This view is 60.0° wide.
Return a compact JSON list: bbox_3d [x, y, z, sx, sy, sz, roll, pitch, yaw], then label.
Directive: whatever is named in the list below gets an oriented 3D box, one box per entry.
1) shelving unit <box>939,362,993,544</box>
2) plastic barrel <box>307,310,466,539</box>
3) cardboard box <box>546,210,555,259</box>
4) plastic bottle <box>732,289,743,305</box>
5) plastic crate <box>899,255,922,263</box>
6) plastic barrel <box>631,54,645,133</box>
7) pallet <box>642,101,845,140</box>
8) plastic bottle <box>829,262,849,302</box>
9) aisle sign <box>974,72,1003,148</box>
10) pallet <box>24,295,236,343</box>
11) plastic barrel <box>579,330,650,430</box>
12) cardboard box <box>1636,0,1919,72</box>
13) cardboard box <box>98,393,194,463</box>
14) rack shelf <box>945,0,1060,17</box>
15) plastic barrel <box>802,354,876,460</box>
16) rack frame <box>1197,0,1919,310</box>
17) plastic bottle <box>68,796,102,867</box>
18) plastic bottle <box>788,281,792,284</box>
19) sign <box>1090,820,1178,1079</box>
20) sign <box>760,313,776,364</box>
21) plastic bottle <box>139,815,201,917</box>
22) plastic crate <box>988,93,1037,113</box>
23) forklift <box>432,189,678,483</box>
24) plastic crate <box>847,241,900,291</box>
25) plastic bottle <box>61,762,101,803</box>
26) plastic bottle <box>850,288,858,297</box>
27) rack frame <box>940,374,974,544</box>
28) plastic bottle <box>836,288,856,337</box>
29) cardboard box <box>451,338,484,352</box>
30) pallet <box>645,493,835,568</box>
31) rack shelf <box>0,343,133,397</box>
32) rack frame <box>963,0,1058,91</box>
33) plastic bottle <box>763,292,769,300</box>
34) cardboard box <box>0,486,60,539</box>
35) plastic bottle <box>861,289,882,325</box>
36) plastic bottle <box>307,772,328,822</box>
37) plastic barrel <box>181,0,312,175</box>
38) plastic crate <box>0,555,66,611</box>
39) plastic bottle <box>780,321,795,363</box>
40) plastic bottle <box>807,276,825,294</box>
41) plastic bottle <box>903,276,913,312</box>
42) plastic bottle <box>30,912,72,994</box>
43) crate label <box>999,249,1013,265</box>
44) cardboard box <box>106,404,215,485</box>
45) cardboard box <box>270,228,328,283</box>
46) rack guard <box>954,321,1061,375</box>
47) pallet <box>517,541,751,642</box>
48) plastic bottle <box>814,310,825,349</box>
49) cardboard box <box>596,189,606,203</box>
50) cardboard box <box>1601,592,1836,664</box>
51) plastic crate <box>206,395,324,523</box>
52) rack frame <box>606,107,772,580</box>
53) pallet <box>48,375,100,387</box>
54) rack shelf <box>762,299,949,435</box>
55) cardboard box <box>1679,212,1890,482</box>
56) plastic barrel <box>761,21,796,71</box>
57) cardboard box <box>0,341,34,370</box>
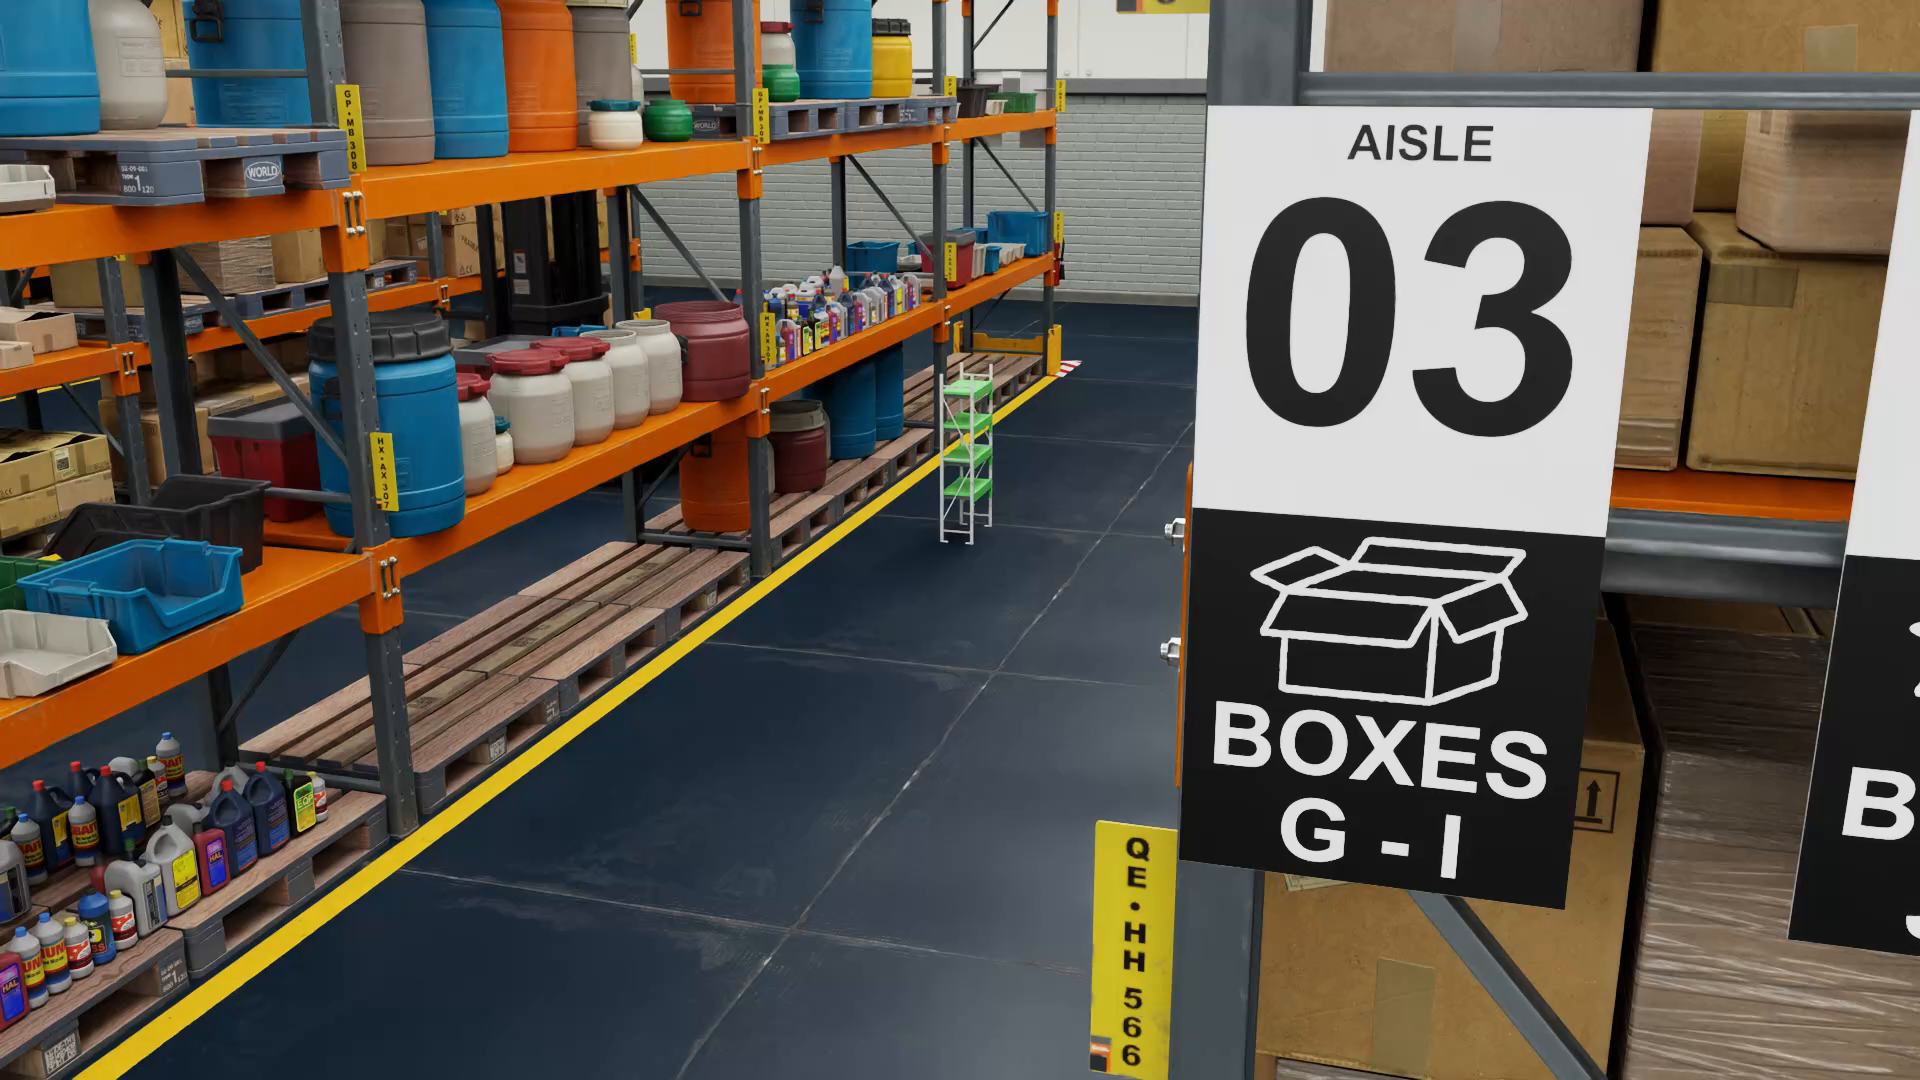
[{"bbox_3d":[0.047,-0.621,11.818,0.258,1.200,0.503,5,16,16],"label":"shelving unit"},{"bbox_3d":[-2.482,-0.510,7.213,0.600,0.901,0.708,5,16,16],"label":"plastic barrel"},{"bbox_3d":[-4.520,-3.228,17.530,0.500,0.500,0.500,4,16,15],"label":"cardboard box"},{"bbox_3d":[-1.629,-1.691,12.384,0.144,0.351,0.185,5,16,16],"label":"plastic bottle"},{"bbox_3d":[-0.402,-2.666,16.103,0.293,0.136,0.466,5,16,16],"label":"plastic crate"},{"bbox_3d":[-2.127,-2.678,10.070,0.421,0.512,0.421,0,16,0],"label":"plastic barrel"},{"bbox_3d":[-1.434,-2.783,10.993,1.003,0.211,1.213,5,16,16],"label":"pallet"},{"bbox_3d":[-1.031,-2.183,14.121,0.144,0.351,0.185,5,16,16],"label":"plastic bottle"},{"bbox_3d":[0.264,-4.624,17.870,0.394,0.787,0.004,5,16,16],"label":"aisle sign"},{"bbox_3d":[-6.368,-1.714,12.726,1.213,0.211,1.003,5,16,16],"label":"pallet"},{"bbox_3d":[-1.952,-0.896,9.287,0.421,0.512,0.421,0,16,0],"label":"plastic barrel"},{"bbox_3d":[1.411,-1.003,2.728,0.500,0.500,0.500,5,16,16],"label":"cardboard box"},{"bbox_3d":[-6.452,-0.895,13.263,0.500,0.500,0.500,5,17,18],"label":"cardboard box"},{"bbox_3d":[-0.040,-5.156,15.566,1.077,0.370,4.000,5,16,16],"label":"rack shelf"},{"bbox_3d":[-0.981,-1.151,13.466,0.600,0.901,0.708,5,16,16],"label":"plastic barrel"},{"bbox_3d":[0.730,-1.647,1.146,1.000,3.000,0.127,5,16,16],"label":"rack frame"},{"bbox_3d":[-3.434,1.136,6.523,0.097,0.271,0.097,0,16,0],"label":"plastic bottle"},{"bbox_3d":[-1.374,-1.933,13.362,0.061,0.283,0.133,5,16,16],"label":"plastic bottle"},{"bbox_3d":[0.204,0.482,1.934,0.100,0.325,0.005,5,16,16],"label":"sign"},{"bbox_3d":[-1.216,-1.276,10.532,0.100,0.325,0.005,5,16,16],"label":"sign"},{"bbox_3d":[-2.935,1.197,6.162,0.144,0.351,0.185,5,16,16],"label":"plastic bottle"},{"bbox_3d":[0.522,-4.392,16.709,0.450,0.188,0.336,5,16,16],"label":"plastic crate"},{"bbox_3d":[-3.815,-2.097,13.851,3.031,2.935,1.130,6,17,20],"label":"forklift"},{"bbox_3d":[-0.803,-2.454,14.905,0.392,0.384,0.575,5,16,16],"label":"plastic crate"},{"bbox_3d":[-3.509,1.050,6.679,0.144,0.351,0.185,5,17,17],"label":"plastic bottle"},{"bbox_3d":[-0.821,-1.837,13.044,0.097,0.271,0.097,0,16,0],"label":"plastic bottle"},{"bbox_3d":[-0.022,-0.557,11.593,0.240,1.200,0.015,5,16,16],"label":"rack frame"},{"bbox_3d":[-0.869,-1.707,12.441,0.144,0.351,0.185,5,16,16],"label":"plastic bottle"},{"bbox_3d":[-5.253,-1.955,17.347,0.500,0.311,0.500,5,16,16],"label":"cardboard box"},{"bbox_3d":[-1.561,-0.106,11.817,1.003,0.211,1.213,5,16,16],"label":"pallet"},{"bbox_3d":[-7.061,-0.754,10.309,1.077,0.370,4.000,5,16,16],"label":"rack shelf"},{"bbox_3d":[0.528,-6.217,17.258,1.000,3.000,0.127,5,16,16],"label":"rack frame"},{"bbox_3d":[-1.521,-1.775,12.825,0.097,0.271,0.097,0,16,0],"label":"plastic bottle"},{"bbox_3d":[-6.552,-0.211,11.345,0.500,0.250,0.500,4,16,15],"label":"cardboard box"},{"bbox_3d":[-0.696,-1.834,13.026,0.152,0.276,0.135,5,16,16],"label":"plastic bottle"},{"bbox_3d":[-2.686,1.062,6.910,0.097,0.201,0.097,0,16,0],"label":"plastic bottle"},{"bbox_3d":[-2.945,-2.026,7.059,0.600,0.901,0.708,5,16,16],"label":"plastic barrel"},{"bbox_3d":[-3.538,0.243,5.862,0.450,0.188,0.662,5,16,16],"label":"plastic crate"},{"bbox_3d":[-1.175,-1.353,11.315,0.061,0.283,0.133,5,16,16],"label":"plastic bottle"},{"bbox_3d":[-1.209,-2.038,13.744,0.152,0.276,0.135,5,16,16],"label":"plastic bottle"},{"bbox_3d":[-0.432,-2.036,13.725,0.061,0.283,0.133,5,16,16],"label":"plastic bottle"},{"bbox_3d":[-3.079,1.390,5.627,0.097,0.271,0.097,0,16,0],"label":"plastic bottle"},{"bbox_3d":[0.318,-2.856,16.776,0.396,0.136,0.243,5,16,16],"label":"crate label"},{"bbox_3d":[-6.090,-0.729,12.678,0.500,0.500,0.500,5,17,18],"label":"cardboard box"},{"bbox_3d":[-5.799,-2.453,14.028,0.700,0.500,0.500,1,16,2],"label":"cardboard box"},{"bbox_3d":[0.523,-2.136,18.444,1.175,0.500,0.348,5,16,16],"label":"rack guard"},{"bbox_3d":[-2.002,0.303,10.374,1.003,0.211,1.213,5,16,16],"label":"pallet"},{"bbox_3d":[-1.018,-1.509,11.888,0.097,0.271,0.097,0,16,0],"label":"plastic bottle"},{"bbox_3d":[-4.225,-3.975,18.333,0.500,0.500,0.500,5,17,17],"label":"cardboard box"},{"bbox_3d":[1.297,0.314,2.666,0.500,0.500,0.500,5,16,16],"label":"cardboard box"},{"bbox_3d":[-3.038,-0.373,7.530,0.402,0.464,0.583,5,16,16],"label":"plastic crate"},{"bbox_3d":[-1.745,-1.238,10.698,1.000,3.000,0.127,5,16,16],"label":"rack frame"},{"bbox_3d":[-9.816,-1.904,18.156,1.003,0.211,1.213,5,16,16],"label":"pallet"},{"bbox_3d":[-1.177,-1.415,12.641,1.077,0.370,4.000,5,16,16],"label":"rack shelf"},{"bbox_3d":[1.115,-0.238,1.949,0.500,0.250,0.500,5,17,18],"label":"cardboard box"},{"bbox_3d":[-1.386,-3.424,11.889,0.433,0.535,0.433,0,16,0],"label":"plastic barrel"},{"bbox_3d":[-6.484,-1.246,11.185,0.380,0.149,0.250,5,16,16],"label":"cardboard box"}]
